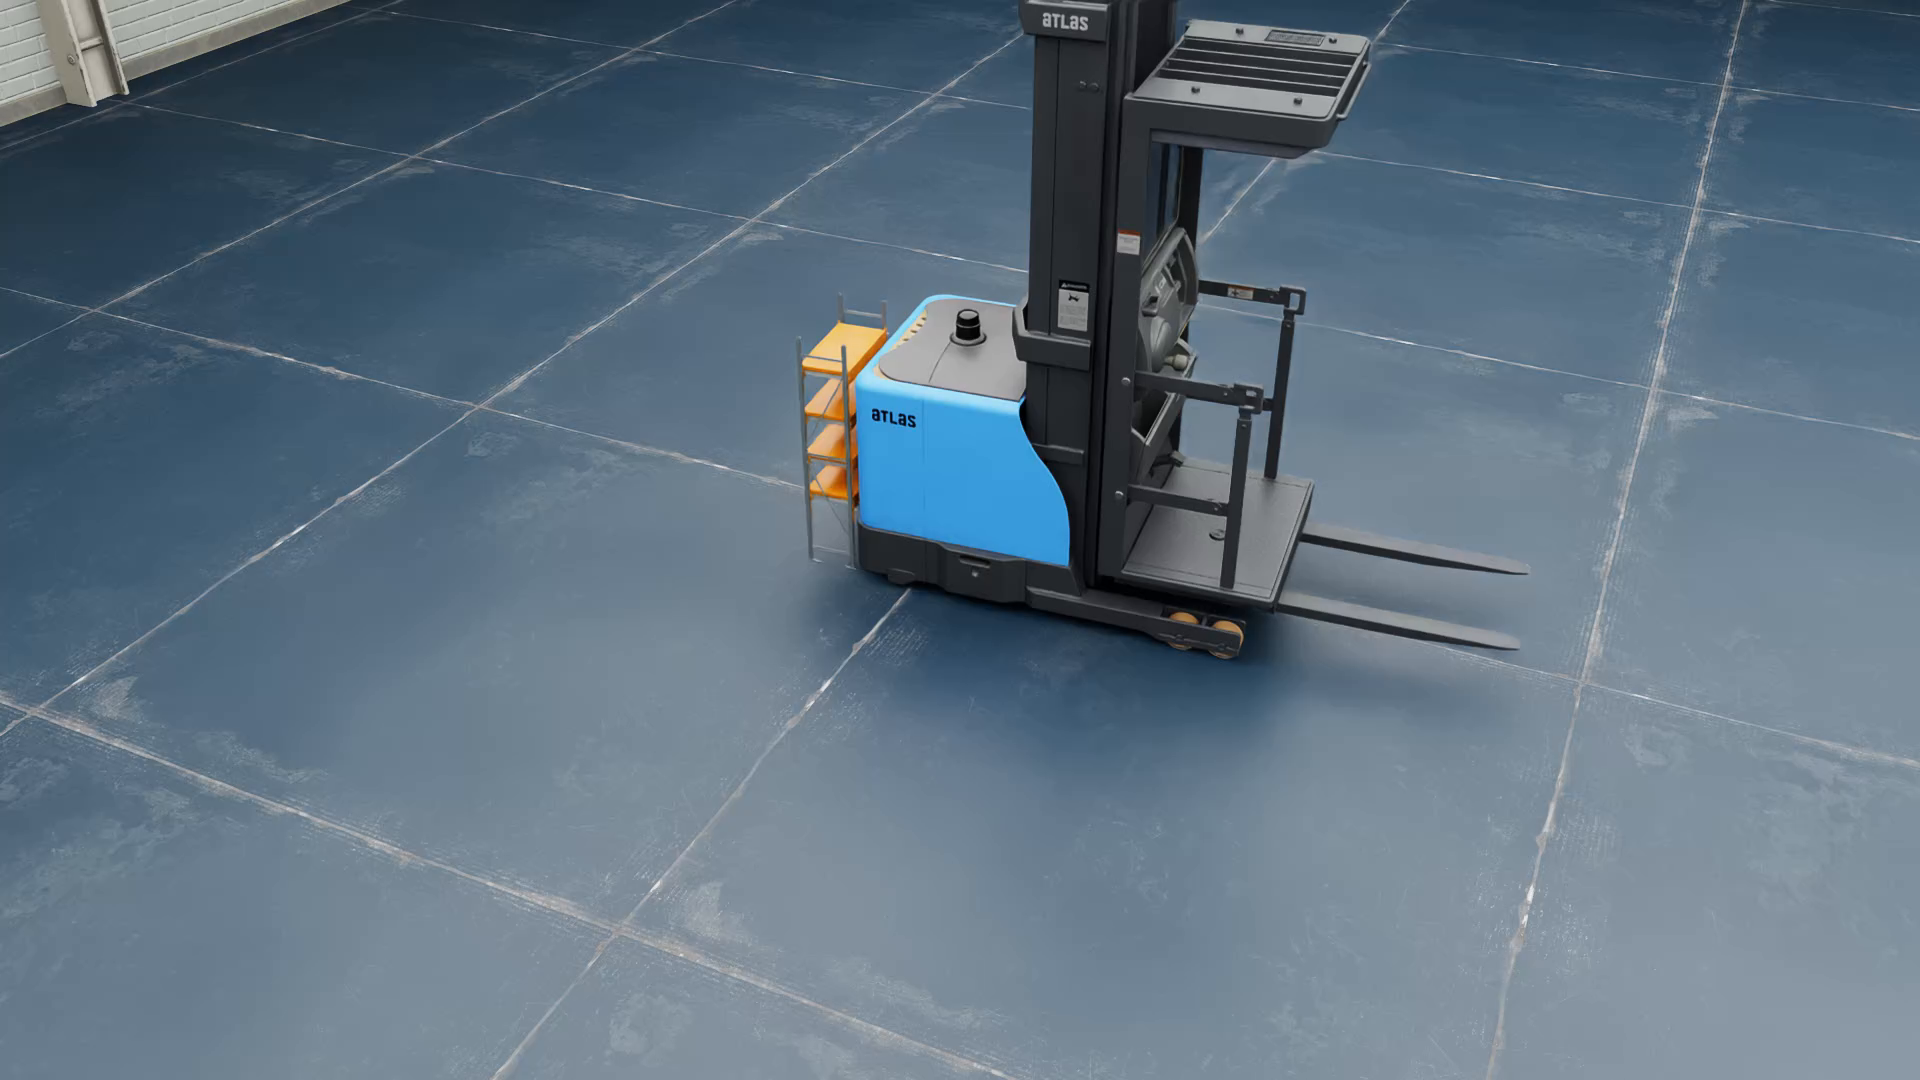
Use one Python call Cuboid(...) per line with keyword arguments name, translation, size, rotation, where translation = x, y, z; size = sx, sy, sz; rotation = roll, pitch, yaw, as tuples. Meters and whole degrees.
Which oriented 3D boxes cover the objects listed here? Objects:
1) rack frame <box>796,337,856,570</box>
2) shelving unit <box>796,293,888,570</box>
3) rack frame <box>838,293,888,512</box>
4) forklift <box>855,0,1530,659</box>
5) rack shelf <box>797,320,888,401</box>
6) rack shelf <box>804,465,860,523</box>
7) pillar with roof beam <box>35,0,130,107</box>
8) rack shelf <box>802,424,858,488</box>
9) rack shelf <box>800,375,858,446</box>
Cuboid(name="rack frame", translation=(-0.620, -0.383, 7.739), size=(0.240, 1.200, 0.015), rotation=(11, 35, 16))
Cuboid(name="shelving unit", translation=(-0.539, -0.509, 7.932), size=(0.258, 1.200, 0.503), rotation=(11, 35, 16))
Cuboid(name="rack frame", translation=(-0.459, -0.635, 8.125), size=(0.240, 1.200, 0.015), rotation=(11, 35, 16))
Cuboid(name="forklift", translation=(1.088, -1.025, 7.141), size=(3.031, 2.935, 1.130), rotation=(11, 35, 16))
Cuboid(name="rack shelf", translation=(-0.539, -0.838, 7.716), size=(0.258, 0.148, 0.480), rotation=(11, 35, 16))
Cuboid(name="rack shelf", translation=(-0.539, -0.287, 8.078), size=(0.258, 0.148, 0.480), rotation=(11, 35, 16))
Cuboid(name="pillar with roof beam", translation=(-3.290, -6.471, 9.913), size=(9.100, 9.000, 0.400), rotation=(14, 36, 20))
Cuboid(name="rack shelf", translation=(-0.539, -0.453, 7.969), size=(0.258, 0.148, 0.480), rotation=(11, 35, 16))
Cuboid(name="rack shelf", translation=(-0.539, -0.640, 7.846), size=(0.258, 0.148, 0.480), rotation=(11, 35, 16))
